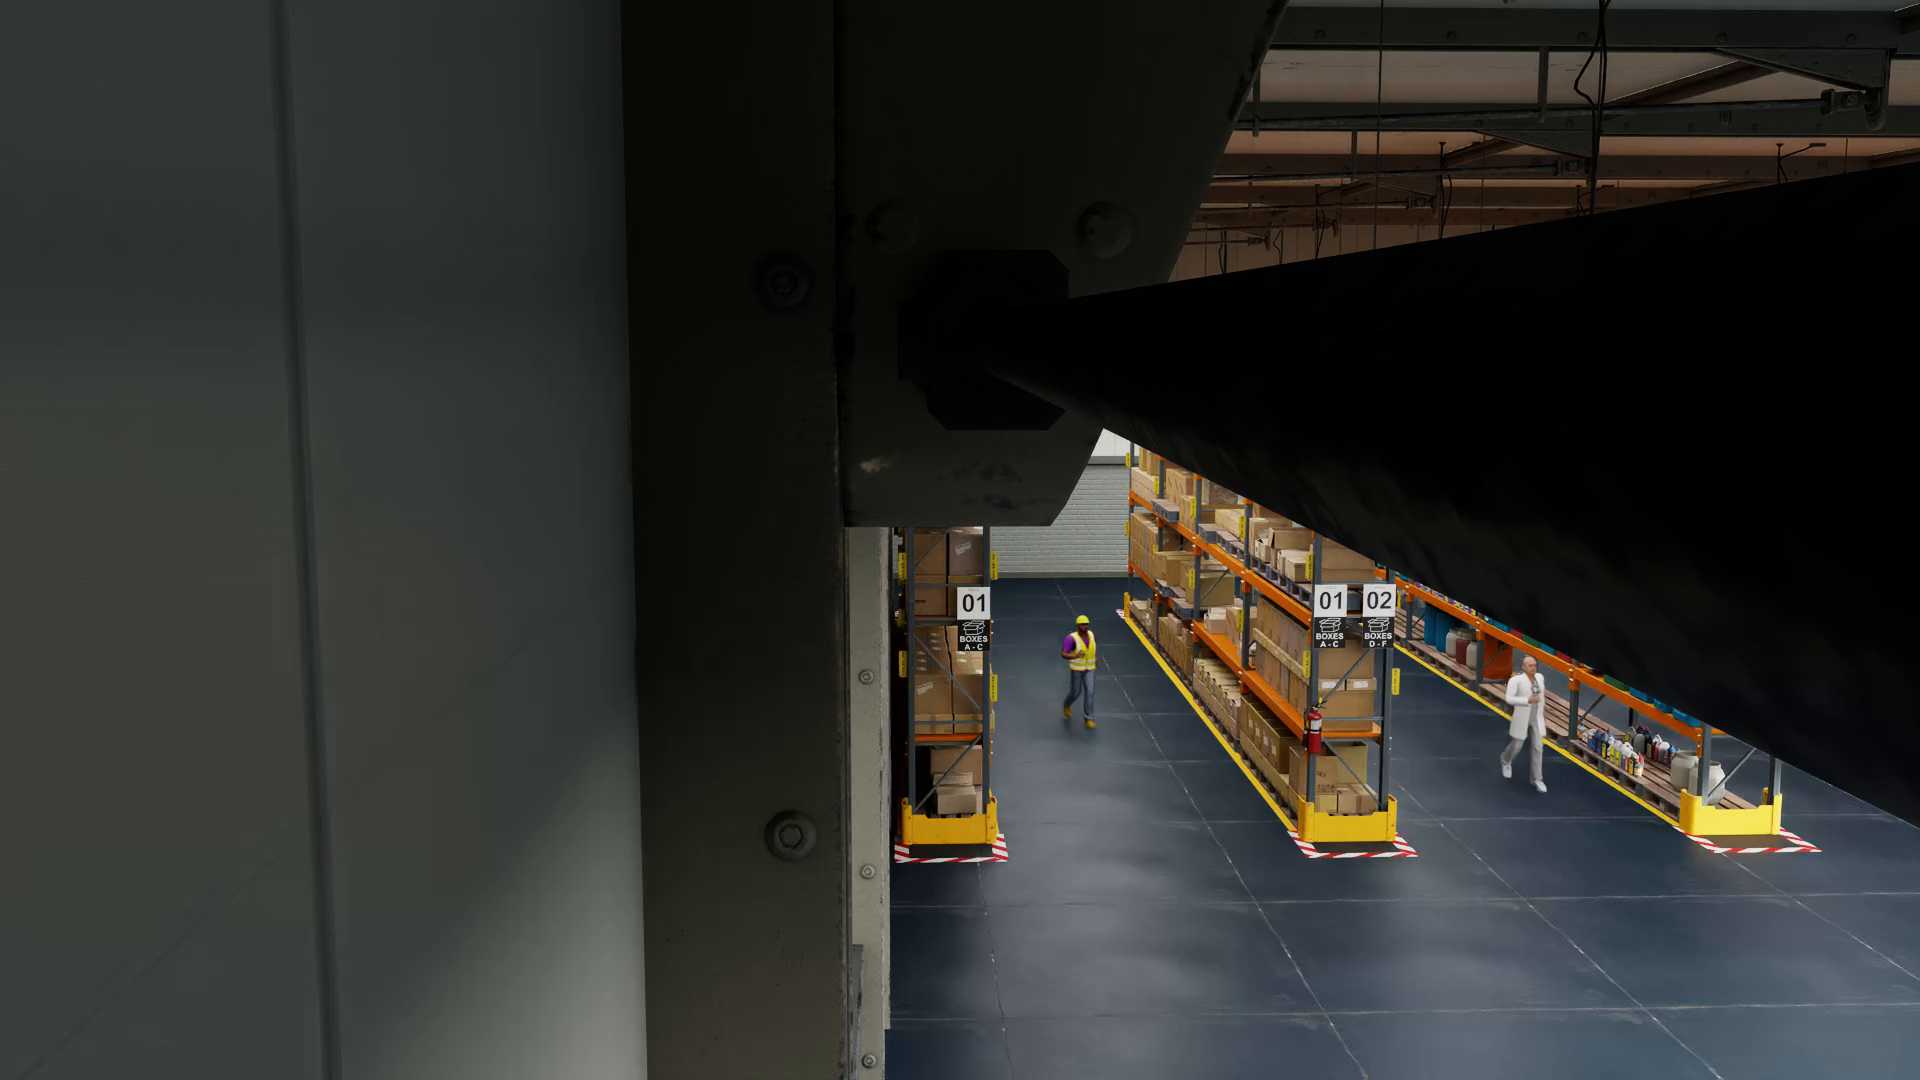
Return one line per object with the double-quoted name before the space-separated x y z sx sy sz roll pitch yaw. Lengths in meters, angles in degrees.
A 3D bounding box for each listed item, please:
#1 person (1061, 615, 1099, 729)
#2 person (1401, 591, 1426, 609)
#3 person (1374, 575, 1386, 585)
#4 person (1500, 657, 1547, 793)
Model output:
"person" 1.920 2.057 26.434 0.720 1.751 0.926 -3 8 -22
"person" 10.220 0.742 37.421 0.698 1.647 0.608 3 8 22
"person" 9.551 0.582 38.366 0.571 1.715 0.639 1 7 5
"person" 7.797 2.491 22.944 0.708 1.798 1.009 -1 7 -11
